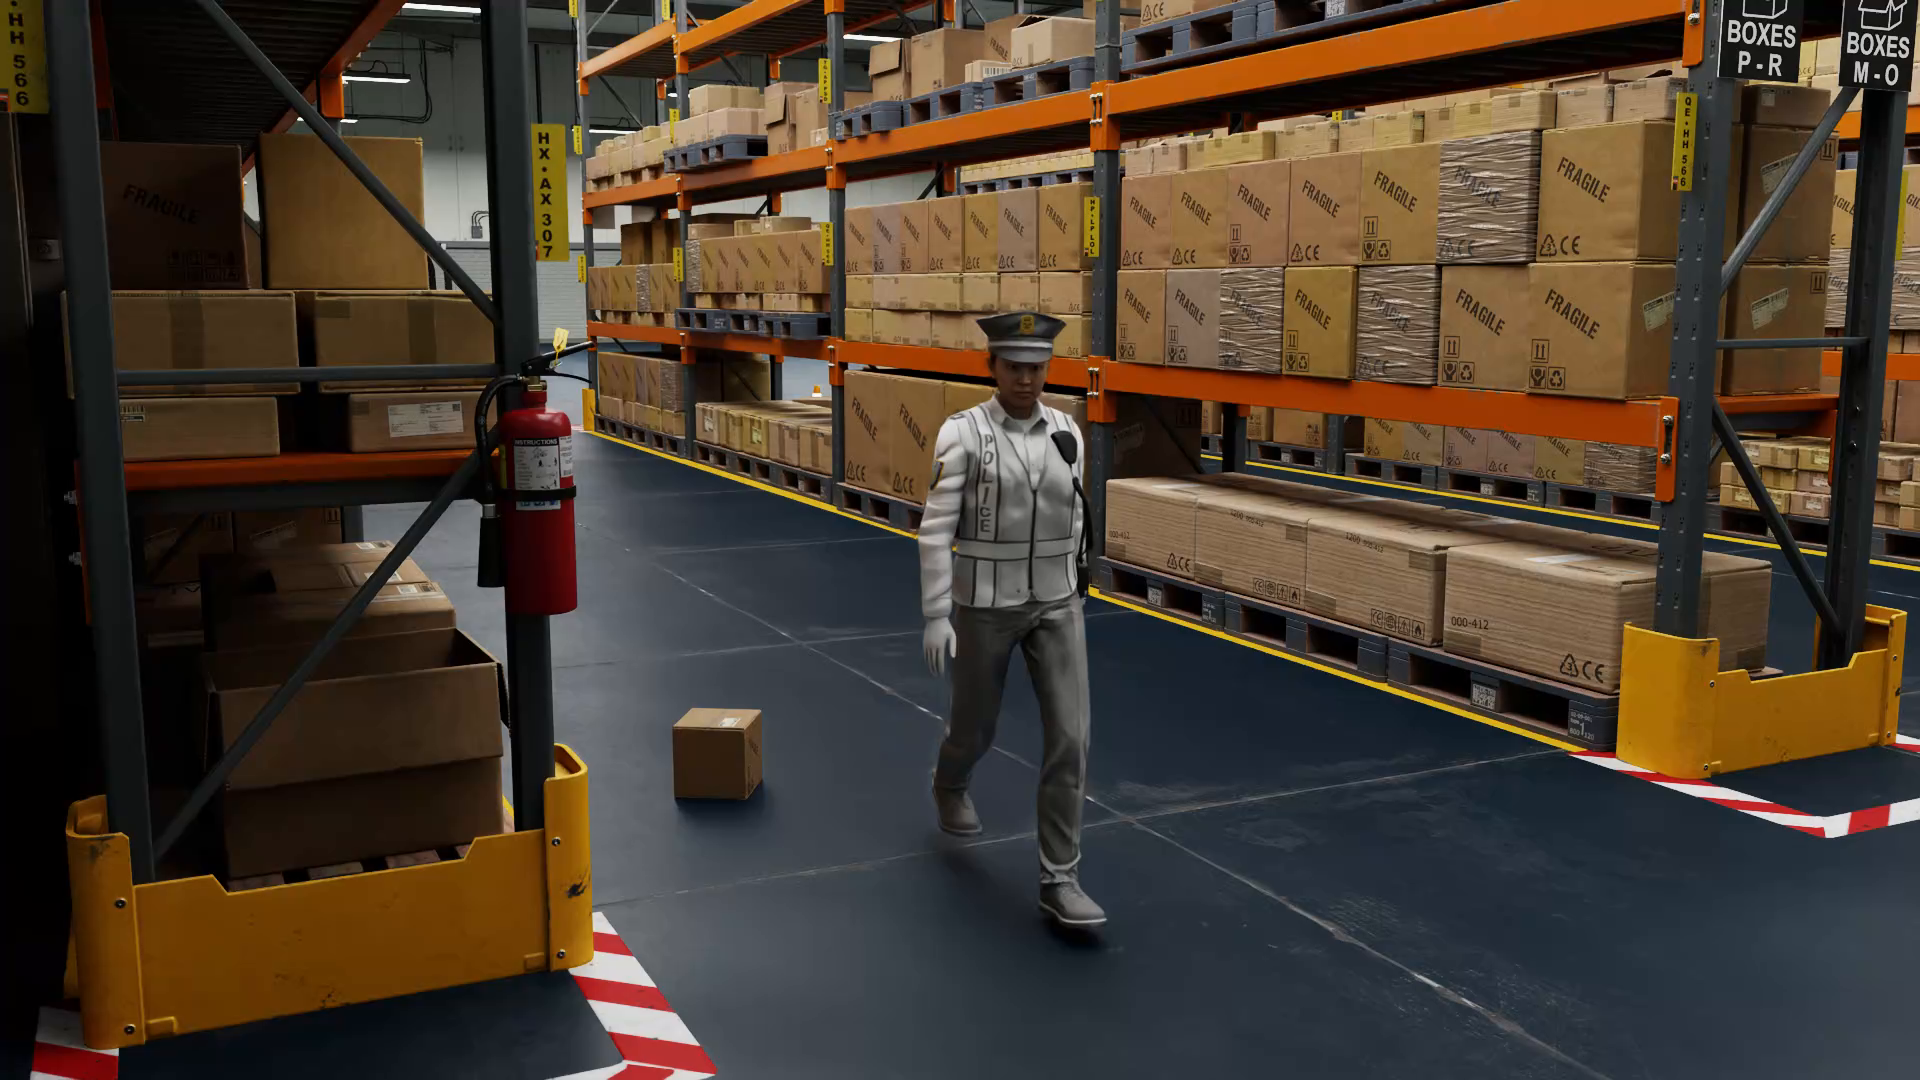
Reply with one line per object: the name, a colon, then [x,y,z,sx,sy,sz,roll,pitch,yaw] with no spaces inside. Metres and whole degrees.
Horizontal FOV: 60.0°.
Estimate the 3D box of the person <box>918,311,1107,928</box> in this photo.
person: [0.125,0.179,4.620,0.527,1.621,0.944,-3,9,-16]
